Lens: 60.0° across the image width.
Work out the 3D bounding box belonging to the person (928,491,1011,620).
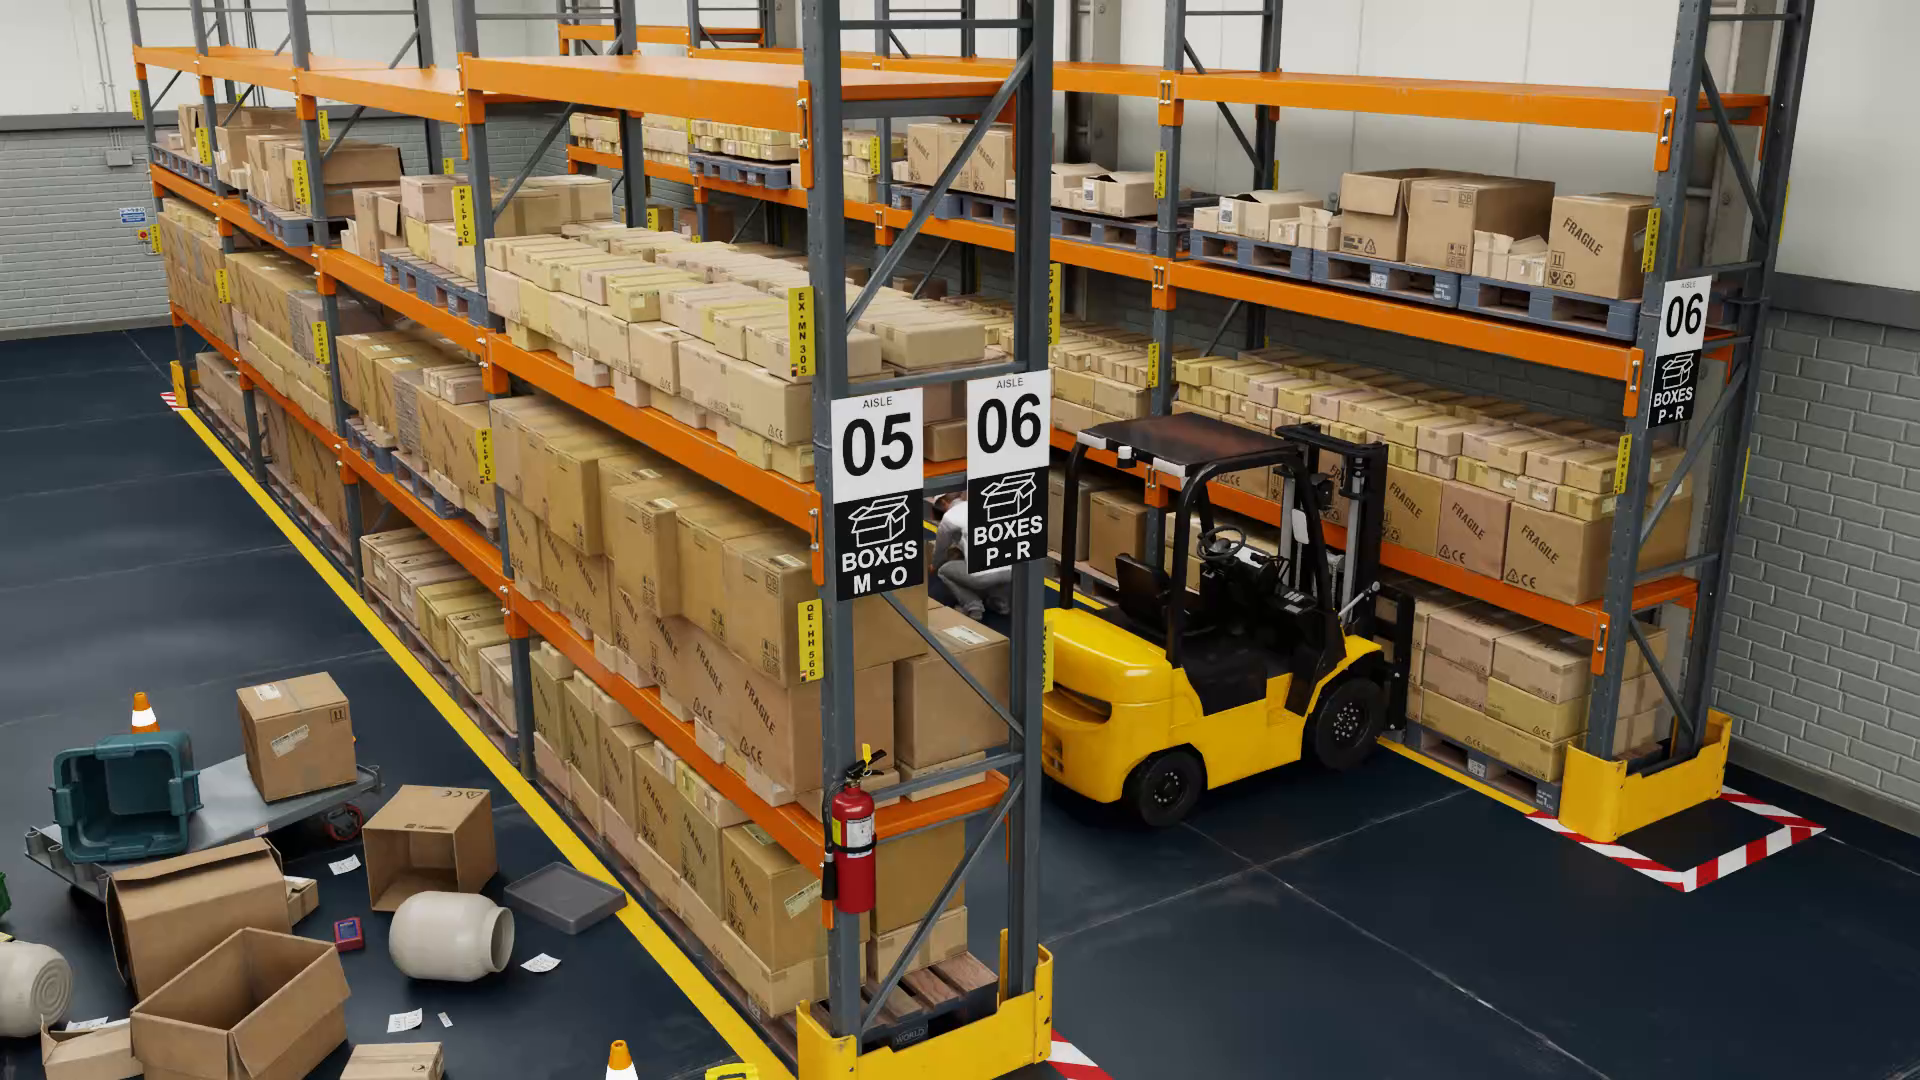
[{"bbox_3d":[0.096,0.064,13.077,0.527,1.009,0.877,-12,21,-32],"label":"person"}]
